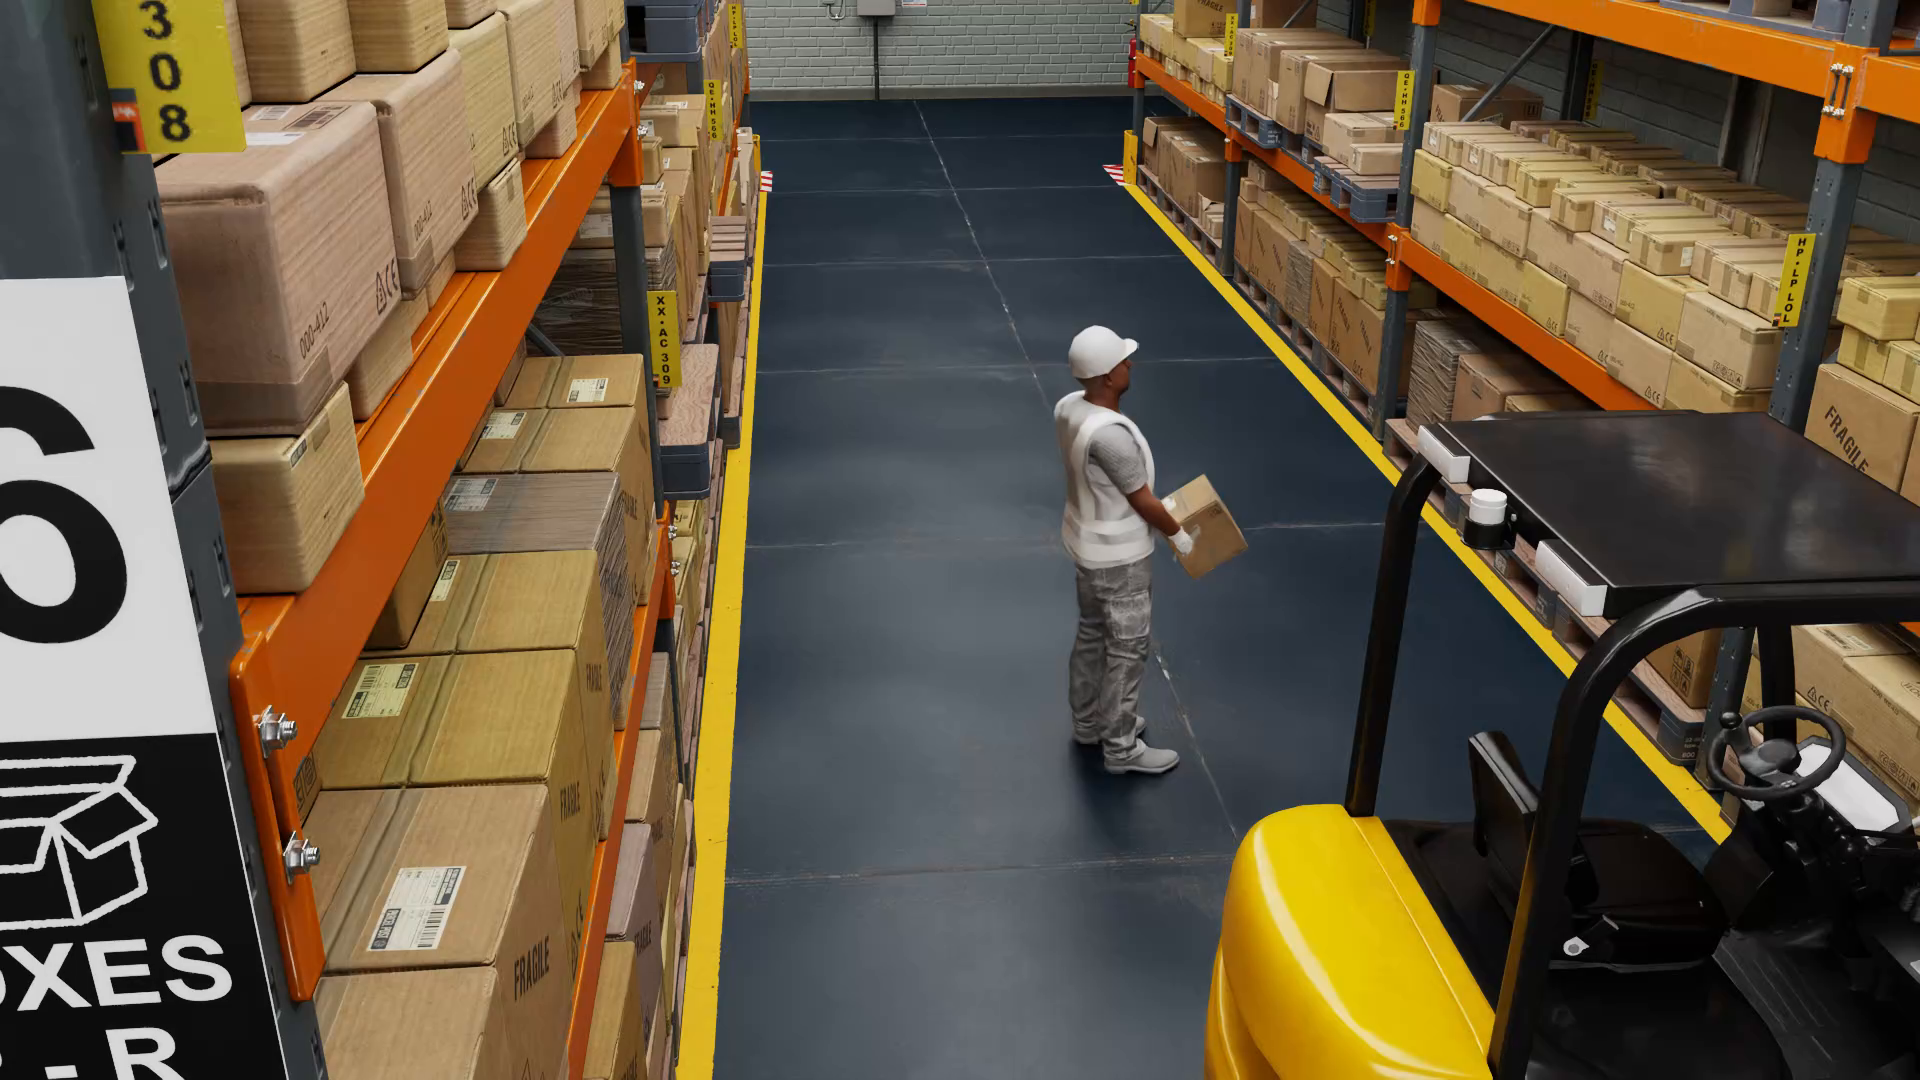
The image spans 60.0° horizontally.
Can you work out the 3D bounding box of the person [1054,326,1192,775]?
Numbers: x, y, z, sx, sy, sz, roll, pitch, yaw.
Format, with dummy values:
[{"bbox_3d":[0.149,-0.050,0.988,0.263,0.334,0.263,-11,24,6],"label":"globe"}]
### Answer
[{"bbox_3d":[0.660,0.029,6.504,0.558,1.788,0.532,-6,24,-13],"label":"person"}]
